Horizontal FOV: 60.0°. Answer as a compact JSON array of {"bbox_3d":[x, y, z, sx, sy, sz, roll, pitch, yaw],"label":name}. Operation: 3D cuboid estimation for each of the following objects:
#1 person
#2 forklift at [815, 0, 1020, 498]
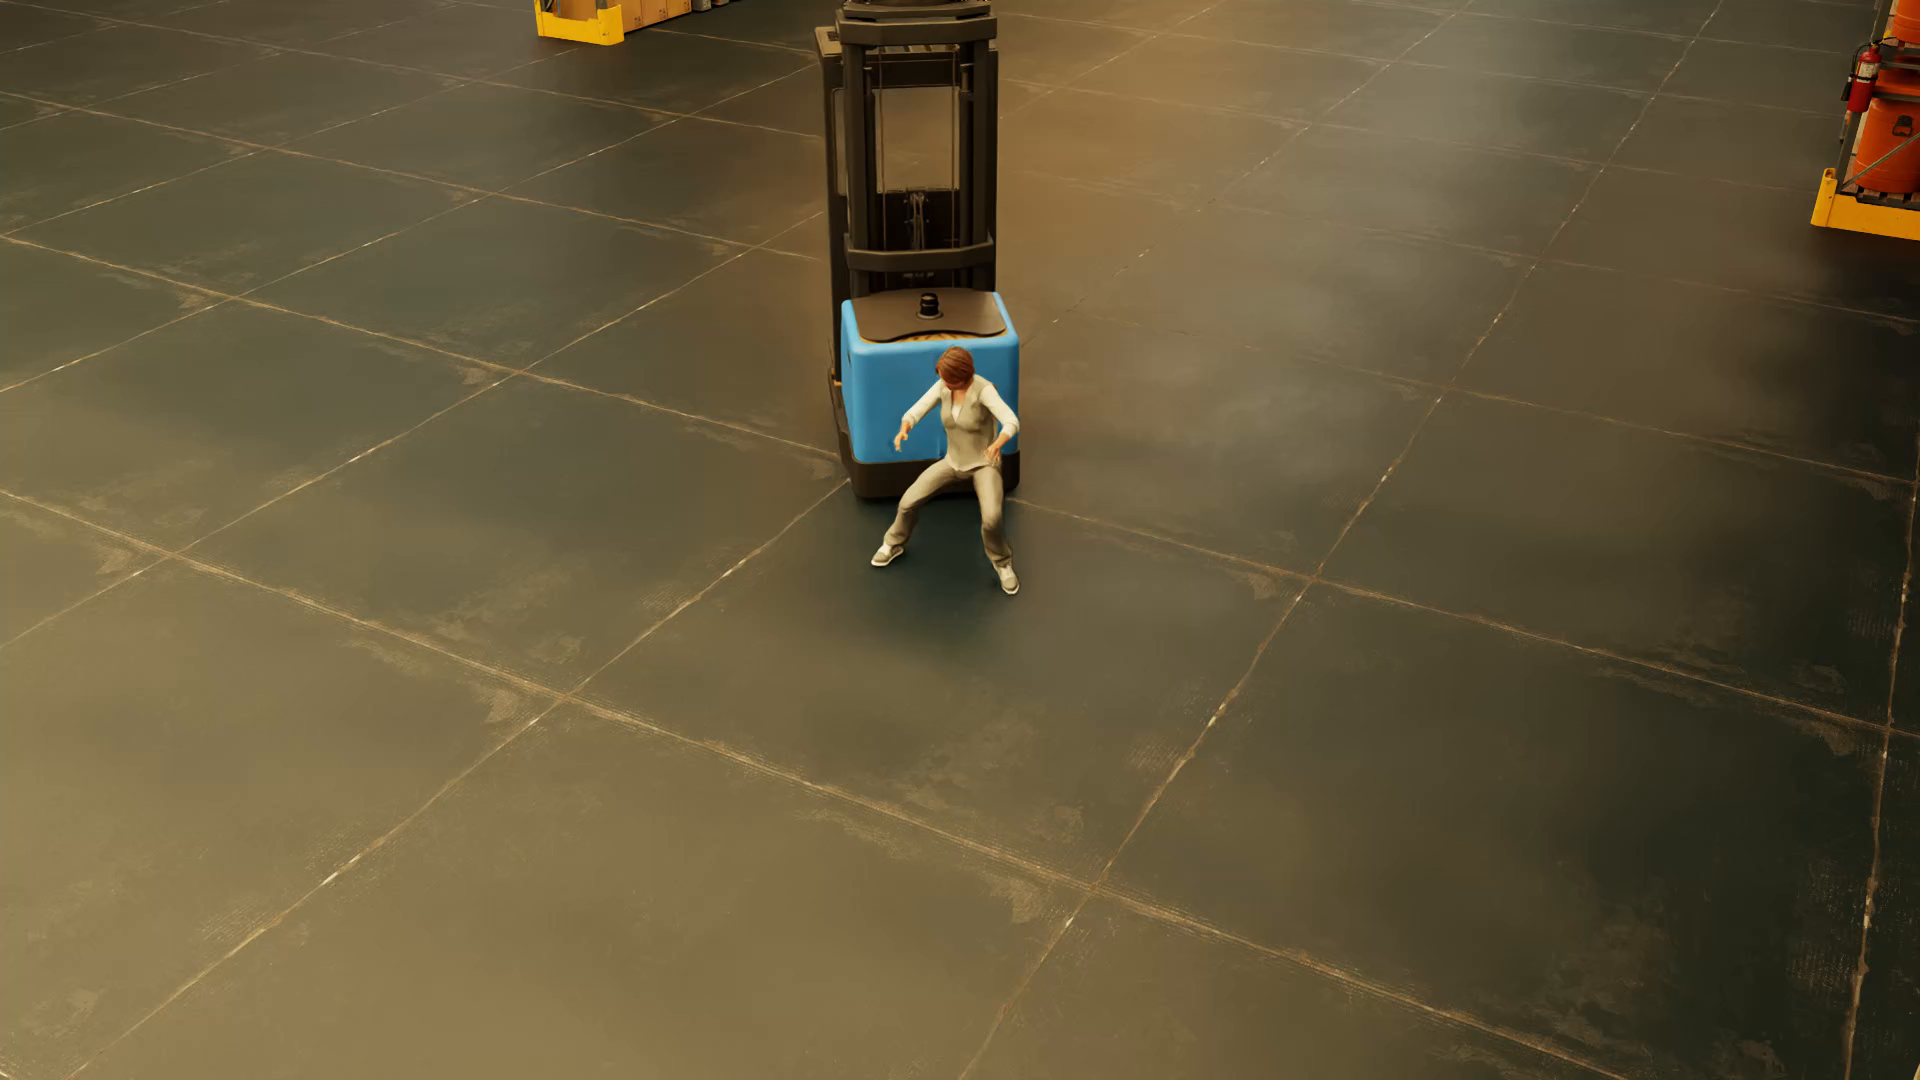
[{"bbox_3d":[-0.052,-0.396,9.320,0.904,1.366,0.662,21,36,31],"label":"person"},{"bbox_3d":[-0.343,-2.245,10.960,1.130,2.935,3.031,-4,30,-7],"label":"forklift"}]
